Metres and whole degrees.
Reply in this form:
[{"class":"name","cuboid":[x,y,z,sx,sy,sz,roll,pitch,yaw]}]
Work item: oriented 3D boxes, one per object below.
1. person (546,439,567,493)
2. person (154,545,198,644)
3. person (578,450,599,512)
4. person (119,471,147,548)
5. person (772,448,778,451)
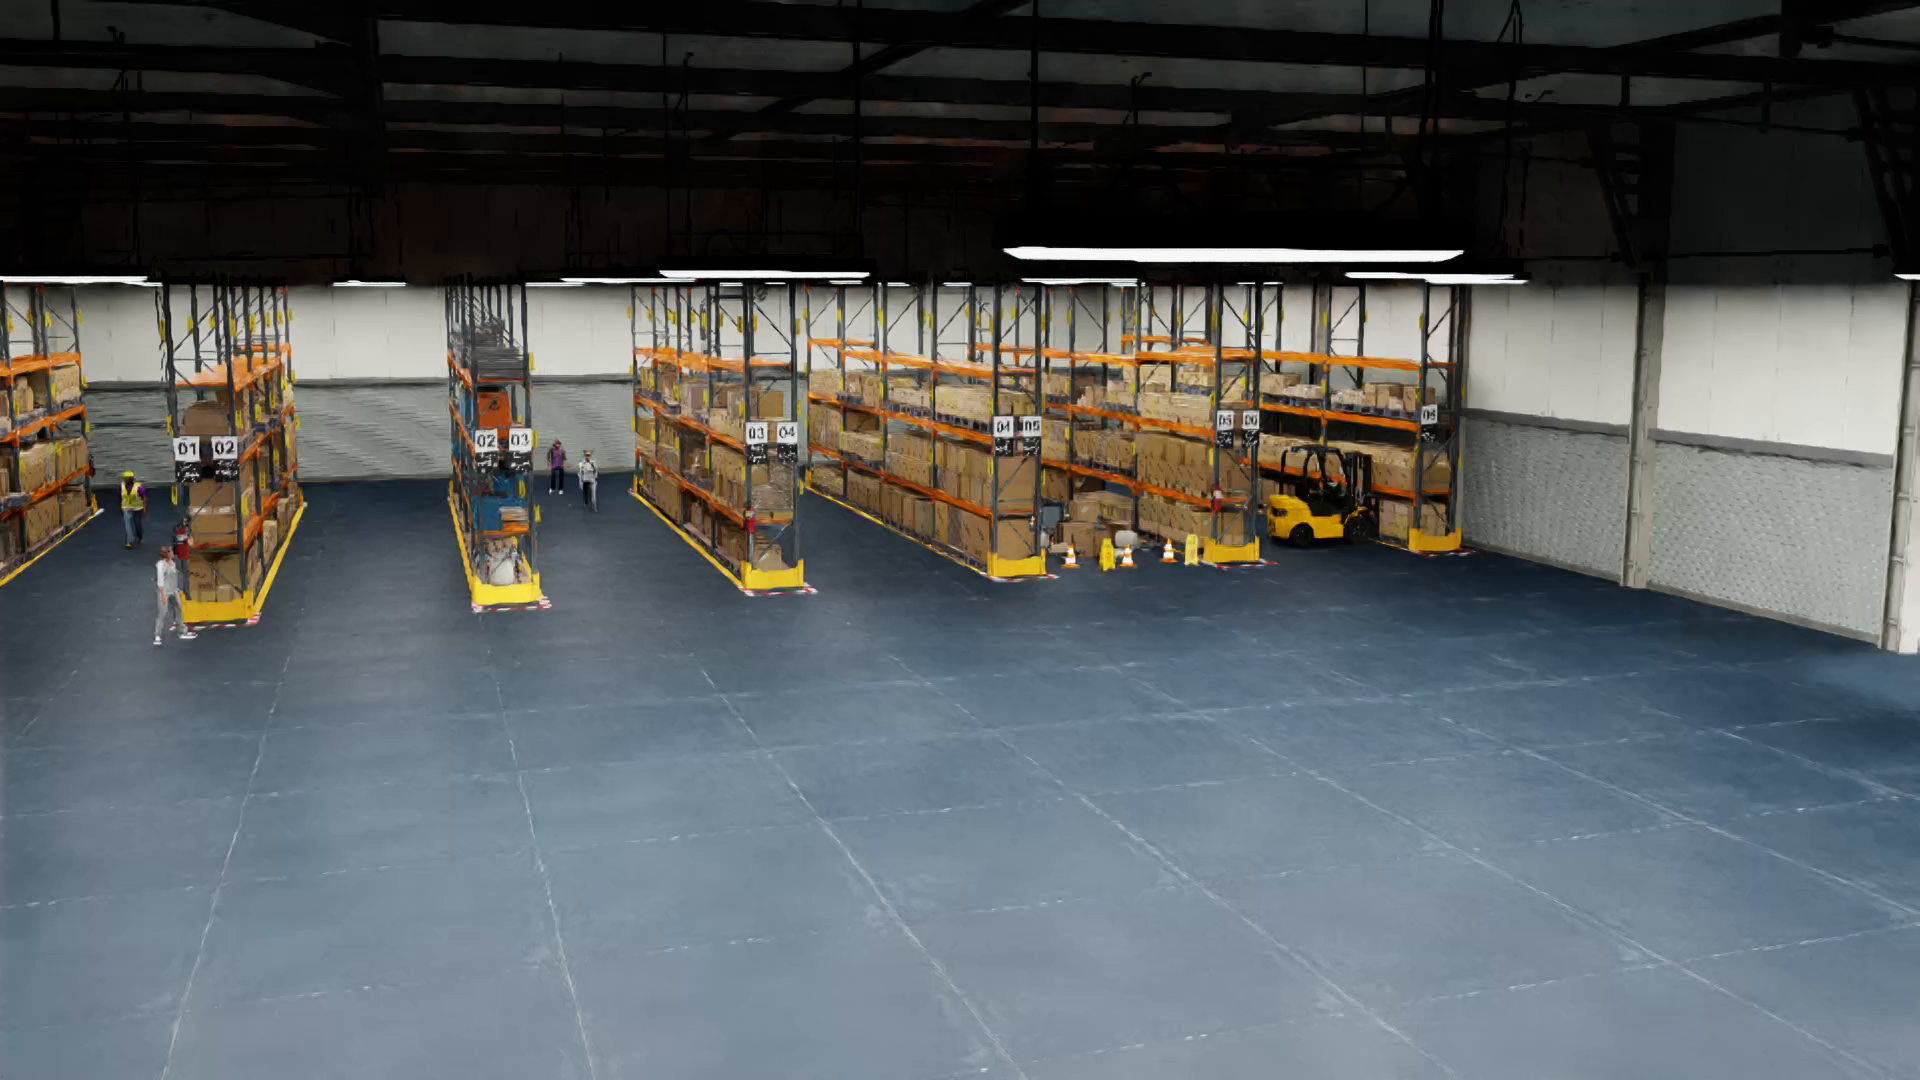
[{"class":"person","cuboid":[-11.342,-2.085,46.804,0.566,1.541,0.519,-3,9,-21]},{"class":"person","cuboid":[-12.839,0.864,27.026,0.495,1.592,0.618,2,9,12]},{"class":"person","cuboid":[-9.588,-1.540,42.868,0.495,1.589,1.086,-3,9,-16]},{"class":"person","cuboid":[-18.424,-0.702,37.054,0.591,1.716,1.042,-3,9,-19]},{"class":"person","cuboid":[-5.490,-2.383,48.466,0.636,1.621,0.814,-2,9,-13]}]
